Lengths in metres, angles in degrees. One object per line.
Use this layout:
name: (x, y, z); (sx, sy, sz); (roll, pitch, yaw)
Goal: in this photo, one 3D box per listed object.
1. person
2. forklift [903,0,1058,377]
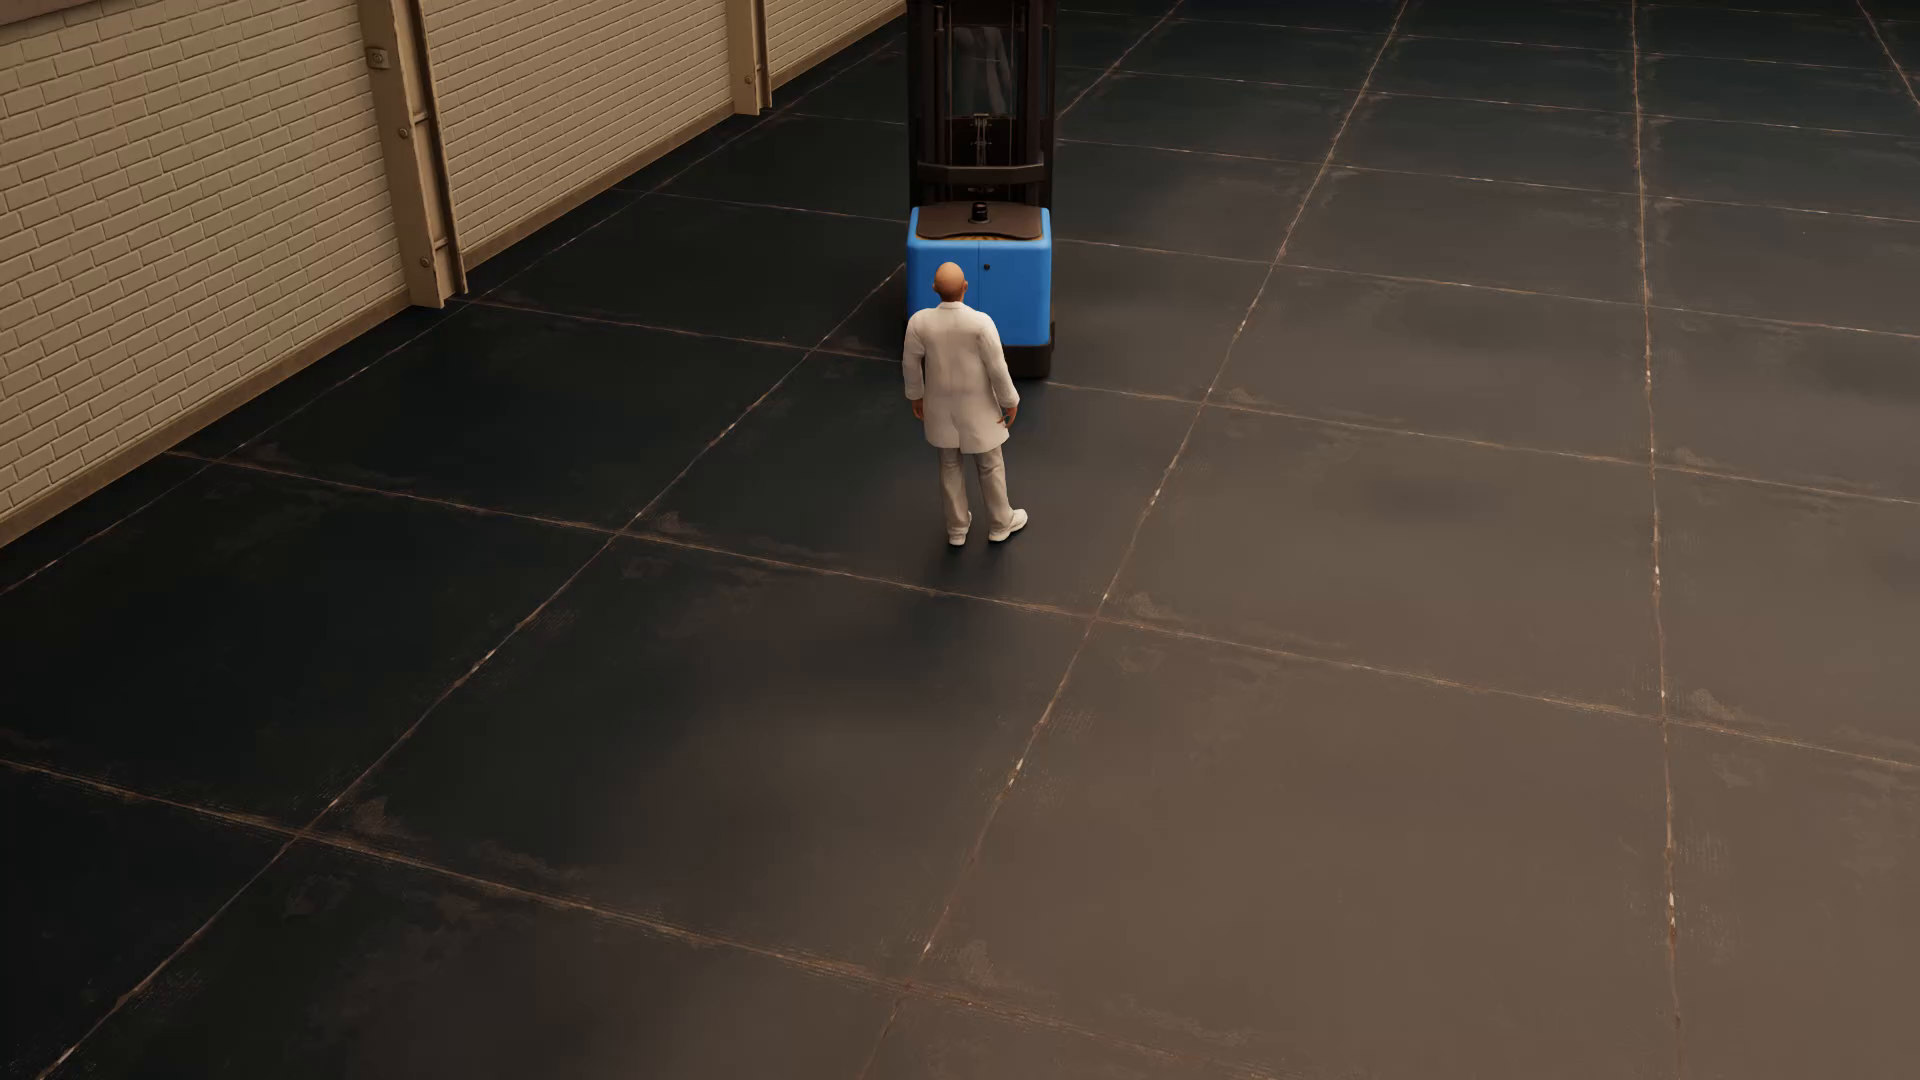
person: (0.033, -0.821, 9.726); (0.696, 1.778, 0.578); (10, 31, 16)
forklift: (0.164, -3.143, 12.649); (1.130, 2.935, 3.031); (1, 30, 1)
